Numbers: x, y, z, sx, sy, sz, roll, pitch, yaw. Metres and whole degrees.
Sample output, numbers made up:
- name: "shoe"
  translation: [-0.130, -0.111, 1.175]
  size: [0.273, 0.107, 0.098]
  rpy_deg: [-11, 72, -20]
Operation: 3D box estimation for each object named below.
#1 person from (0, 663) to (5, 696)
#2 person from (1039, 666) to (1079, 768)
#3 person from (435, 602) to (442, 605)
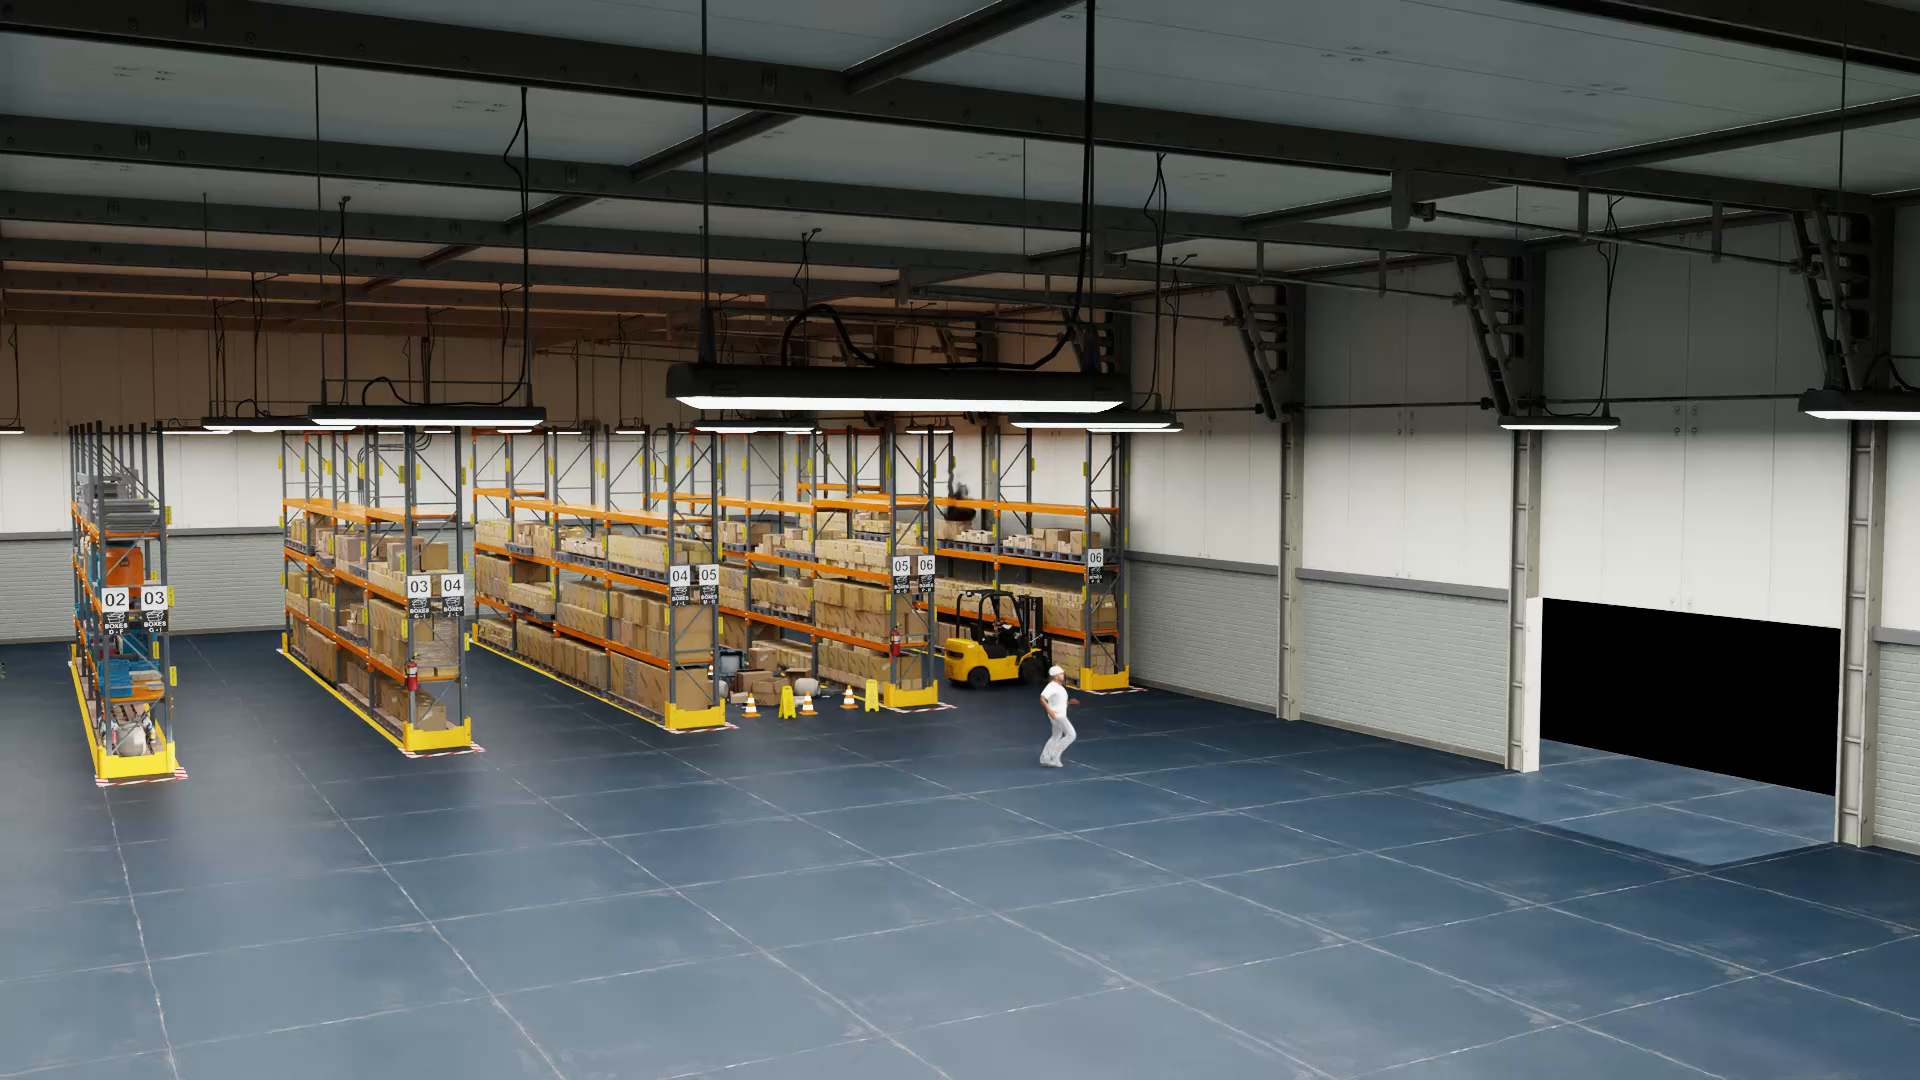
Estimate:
- name: "person"
  translation: [-19.064, 2.899, 32.670]
  size: [0.543, 1.570, 0.877]
  rpy_deg: [-3, 5, -39]
- name: "person"
  translation: [1.719, 3.061, 28.801]
  size: [0.688, 1.759, 0.675]
  rpy_deg: [0, 4, 5]
- name: "person"
  translation: [-13.975, 2.143, 44.716]
  size: [0.570, 1.681, 0.680]
  rpy_deg: [-2, 4, -26]
